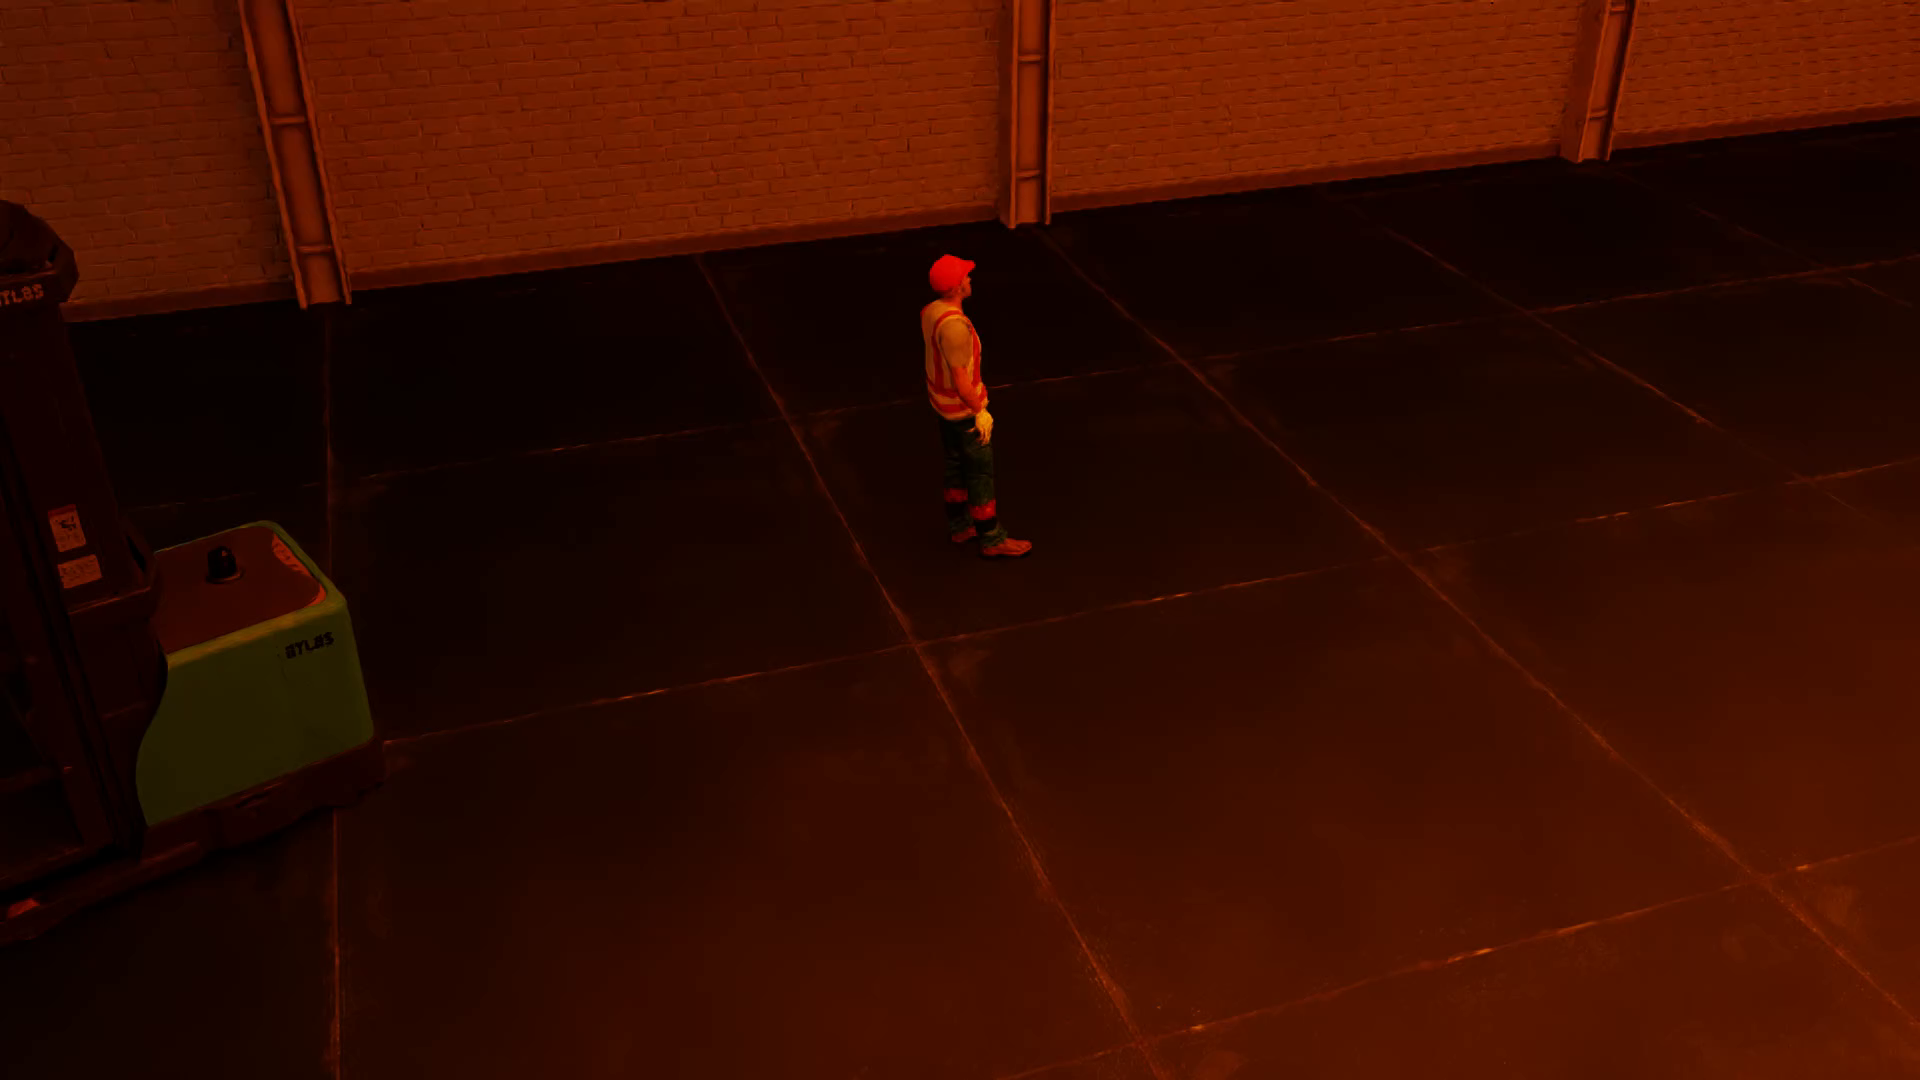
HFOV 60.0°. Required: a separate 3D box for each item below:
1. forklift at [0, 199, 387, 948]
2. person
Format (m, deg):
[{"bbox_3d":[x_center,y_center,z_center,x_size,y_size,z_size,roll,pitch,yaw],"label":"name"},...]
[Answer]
[{"bbox_3d":[-4.206,0.190,6.757,3.031,2.935,1.130,-22,36,-33],"label":"forklift"},{"bbox_3d":[0.080,-0.789,9.589,0.563,1.787,0.637,-10,31,-16],"label":"person"}]
